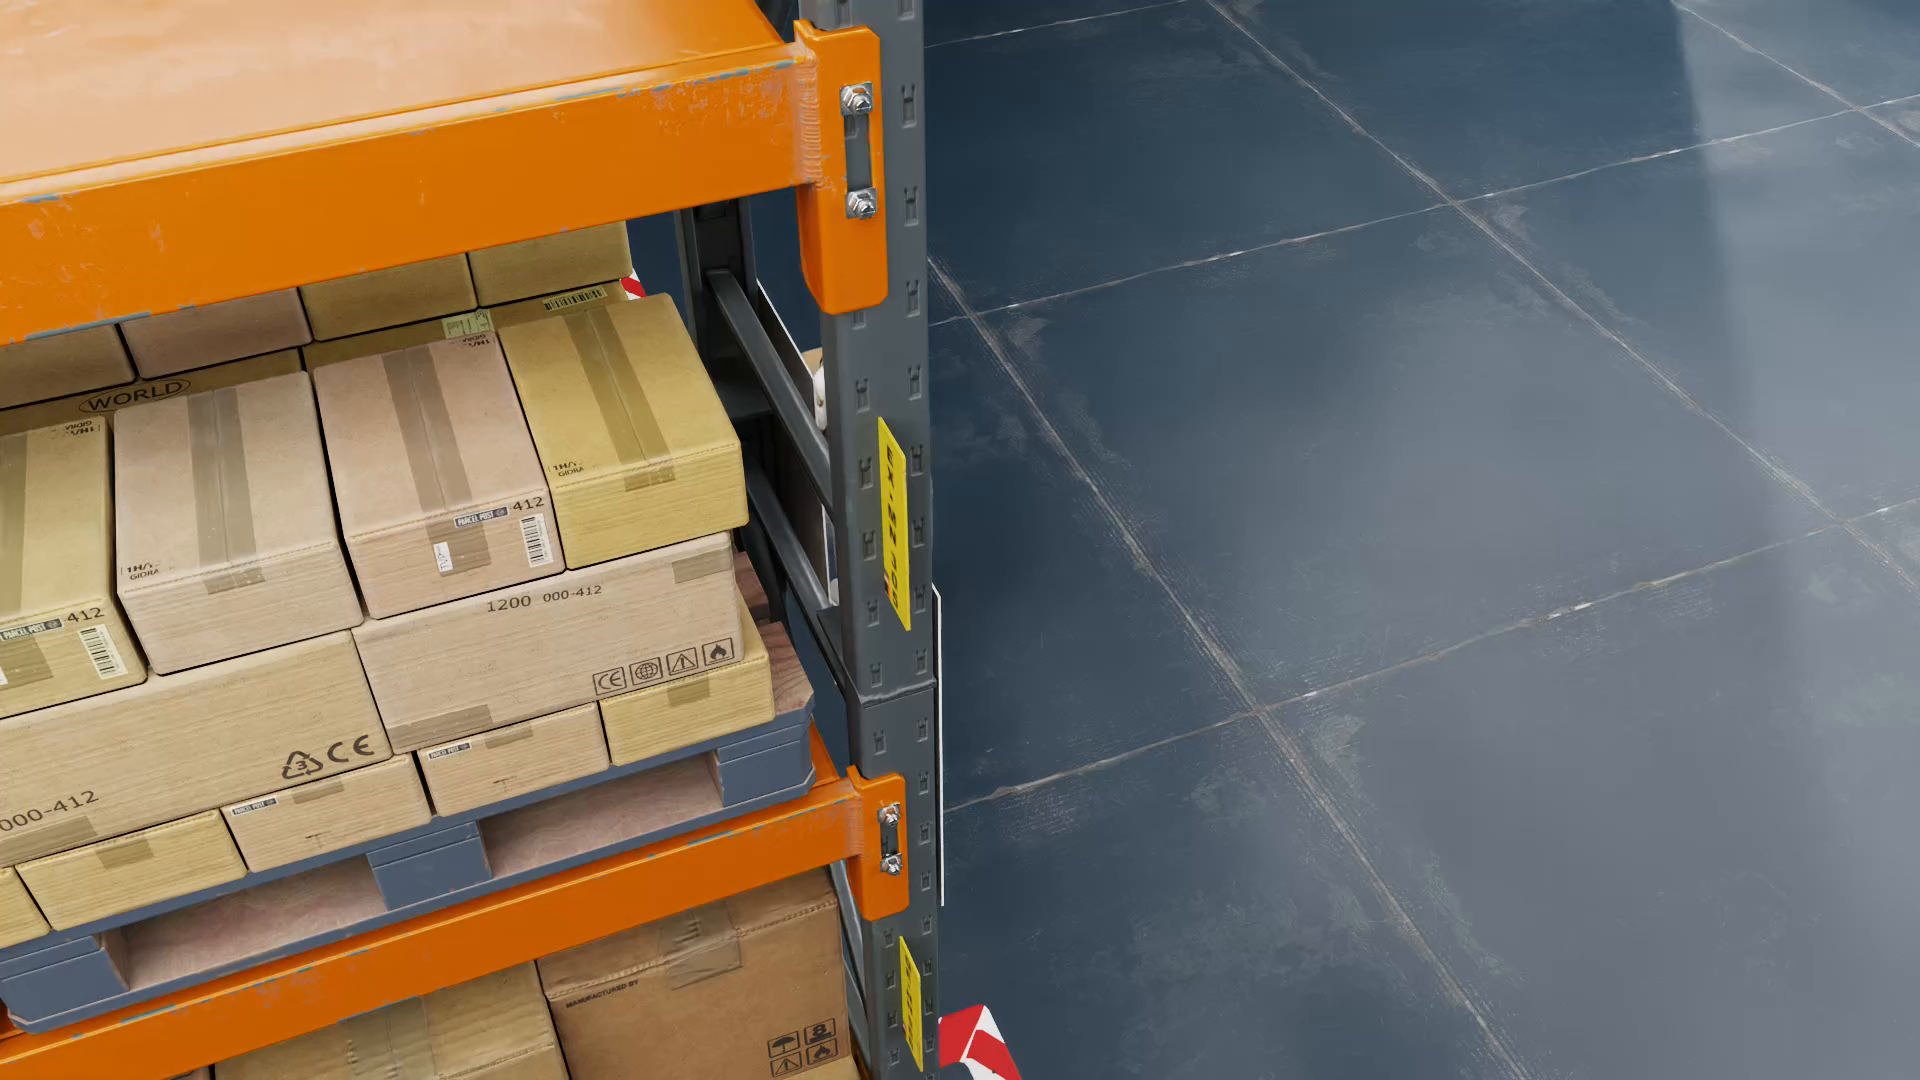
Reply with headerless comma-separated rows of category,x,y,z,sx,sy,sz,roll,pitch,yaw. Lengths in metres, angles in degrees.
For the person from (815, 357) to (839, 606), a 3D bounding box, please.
person,-0.379,-0.364,6.547,0.459,1.686,0.553,-19,45,-20
